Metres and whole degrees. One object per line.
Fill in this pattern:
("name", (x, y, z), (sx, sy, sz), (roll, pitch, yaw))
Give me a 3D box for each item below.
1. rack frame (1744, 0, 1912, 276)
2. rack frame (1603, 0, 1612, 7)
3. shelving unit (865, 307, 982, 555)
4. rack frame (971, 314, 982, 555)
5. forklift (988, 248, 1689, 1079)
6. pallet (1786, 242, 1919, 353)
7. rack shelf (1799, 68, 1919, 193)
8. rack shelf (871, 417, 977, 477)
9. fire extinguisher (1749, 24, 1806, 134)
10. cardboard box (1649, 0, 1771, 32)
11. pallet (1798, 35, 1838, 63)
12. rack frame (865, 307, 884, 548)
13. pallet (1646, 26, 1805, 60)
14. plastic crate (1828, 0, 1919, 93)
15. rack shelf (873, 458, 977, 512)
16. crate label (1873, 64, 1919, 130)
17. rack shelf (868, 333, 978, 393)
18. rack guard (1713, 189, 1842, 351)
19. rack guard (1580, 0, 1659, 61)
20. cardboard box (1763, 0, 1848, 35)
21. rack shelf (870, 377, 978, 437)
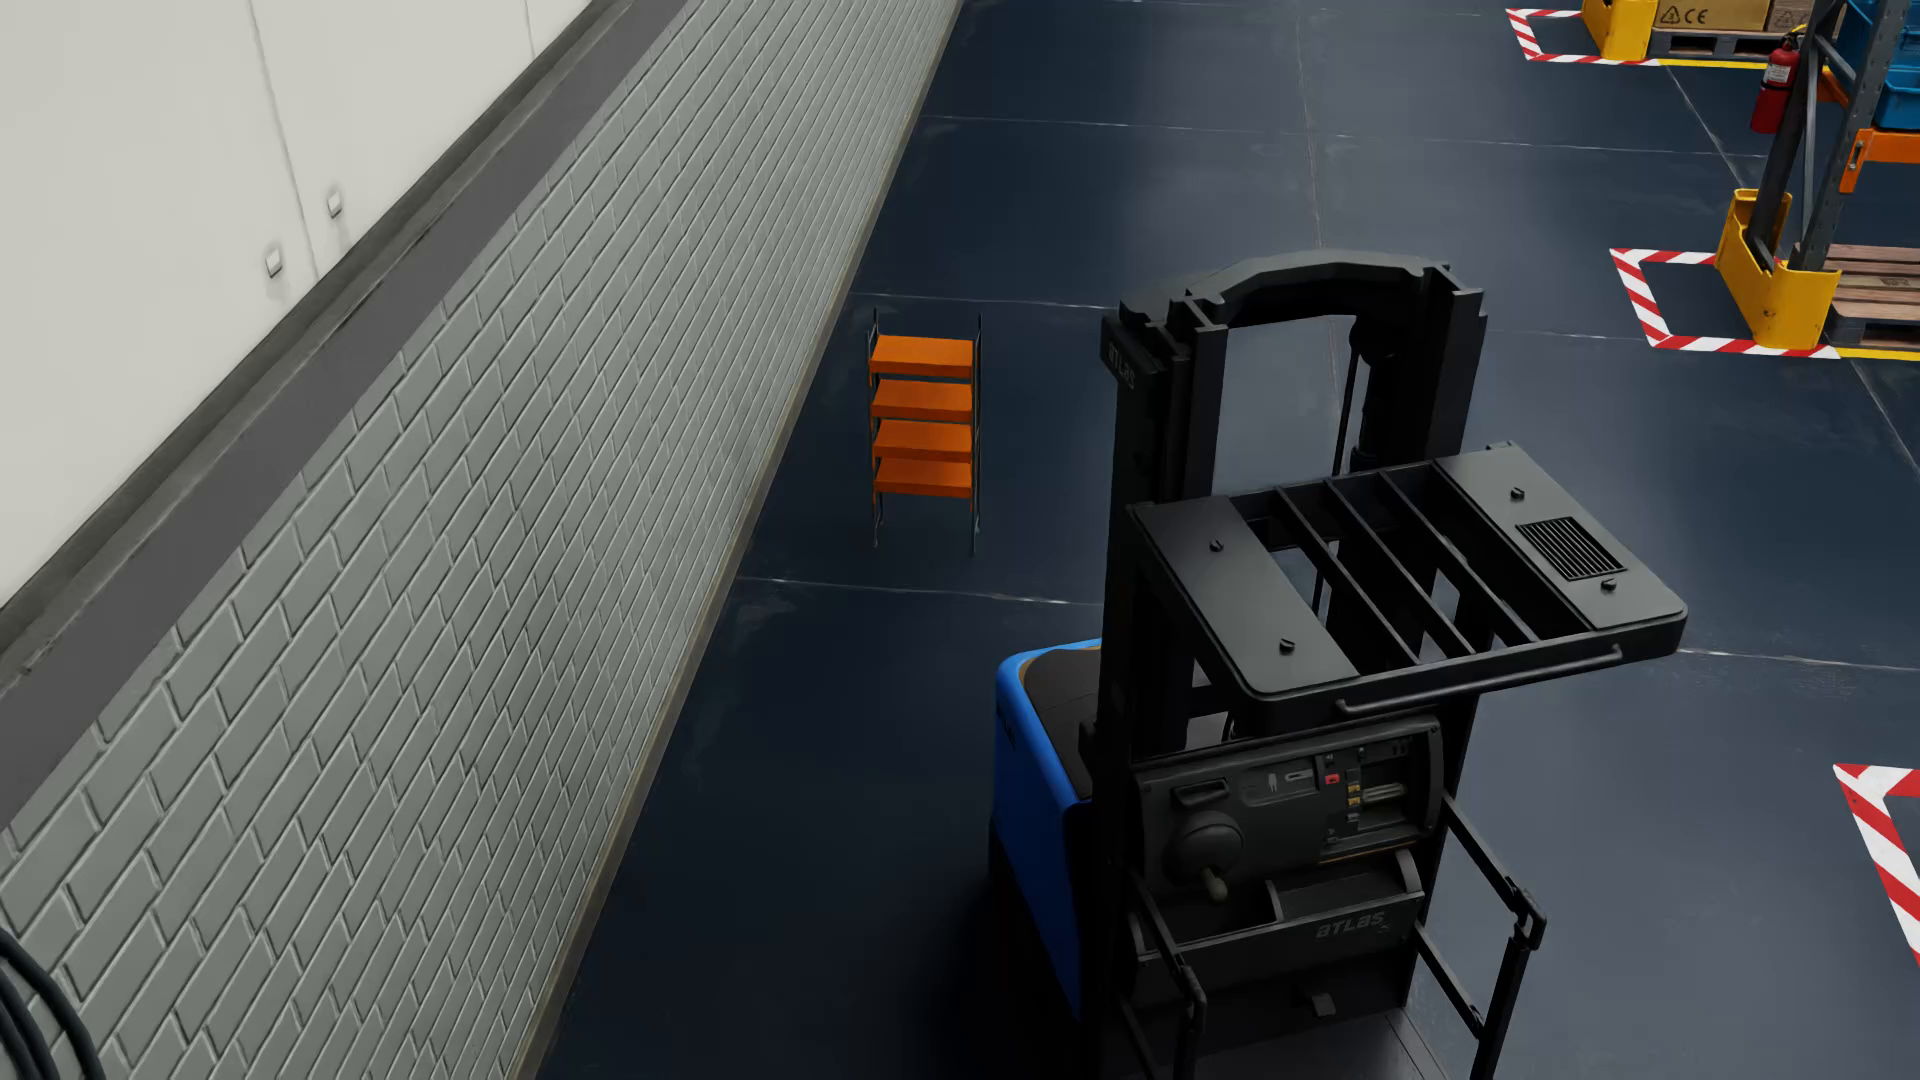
("rack frame", (4.997, -2.690, 9.437), (0.127, 3.000, 1.000), (4, 36, 6))
("rack frame", (5.628, -5.544, 13.436), (0.127, 3.000, 1.000), (4, 36, 6))
("shelving unit", (-0.164, -0.501, 7.919), (0.503, 1.200, 0.258), (4, 36, 6))
("rack frame", (0.078, -0.483, 7.893), (0.015, 1.200, 0.240), (4, 36, 6))
("forklift", (1.008, 0.833, 4.560), (1.130, 2.935, 3.031), (-10, 37, -13))
("pallet", (5.810, -1.472, 10.131), (1.213, 0.211, 1.003), (4, 36, 6))
("rack shelf", (6.981, -2.250, 9.439), (4.000, 0.370, 1.077), (4, 36, 6))
("rack shelf", (-0.164, -0.446, 7.958), (0.480, 0.148, 0.258), (4, 36, 6))
("fire extinguisher", (4.905, -2.780, 9.951), (0.183, 0.674, 0.296), (4, 36, 6))
("cardboard box", (6.273, -4.849, 13.930), (0.875, 0.875, 0.875), (4, 36, 6))
("pallet", (7.637, -4.303, 14.098), (1.213, 0.211, 1.003), (4, 36, 6))
("rack frame", (-0.406, -0.519, 7.944), (0.015, 1.200, 0.240), (4, 36, 6))
("pallet", (6.431, -4.395, 14.226), (1.213, 0.211, 1.003), (4, 36, 6))
("plastic crate", (5.353, -2.812, 9.526), (0.499, 0.435, 0.616), (4, 36, 6))
("rack shelf", (-0.164, -0.284, 8.073), (0.480, 0.148, 0.258), (4, 36, 6))
("crate label", (5.200, -2.439, 9.177), (0.303, 0.233, 0.416), (4, 36, 6))
("rack shelf", (-0.164, -0.820, 7.690), (0.480, 0.148, 0.258), (4, 36, 6))
("rack guard", (4.971, -1.667, 10.156), (0.348, 0.500, 1.175), (4, 36, 6))
("rack guard", (5.604, -4.528, 14.165), (0.348, 0.500, 1.175), (4, 36, 6))
("cardboard box", (7.175, -4.782, 13.835), (0.875, 0.875, 0.875), (4, 36, 6))
("rack shelf", (-0.164, -0.628, 7.828), (0.480, 0.148, 0.258), (4, 36, 6))
